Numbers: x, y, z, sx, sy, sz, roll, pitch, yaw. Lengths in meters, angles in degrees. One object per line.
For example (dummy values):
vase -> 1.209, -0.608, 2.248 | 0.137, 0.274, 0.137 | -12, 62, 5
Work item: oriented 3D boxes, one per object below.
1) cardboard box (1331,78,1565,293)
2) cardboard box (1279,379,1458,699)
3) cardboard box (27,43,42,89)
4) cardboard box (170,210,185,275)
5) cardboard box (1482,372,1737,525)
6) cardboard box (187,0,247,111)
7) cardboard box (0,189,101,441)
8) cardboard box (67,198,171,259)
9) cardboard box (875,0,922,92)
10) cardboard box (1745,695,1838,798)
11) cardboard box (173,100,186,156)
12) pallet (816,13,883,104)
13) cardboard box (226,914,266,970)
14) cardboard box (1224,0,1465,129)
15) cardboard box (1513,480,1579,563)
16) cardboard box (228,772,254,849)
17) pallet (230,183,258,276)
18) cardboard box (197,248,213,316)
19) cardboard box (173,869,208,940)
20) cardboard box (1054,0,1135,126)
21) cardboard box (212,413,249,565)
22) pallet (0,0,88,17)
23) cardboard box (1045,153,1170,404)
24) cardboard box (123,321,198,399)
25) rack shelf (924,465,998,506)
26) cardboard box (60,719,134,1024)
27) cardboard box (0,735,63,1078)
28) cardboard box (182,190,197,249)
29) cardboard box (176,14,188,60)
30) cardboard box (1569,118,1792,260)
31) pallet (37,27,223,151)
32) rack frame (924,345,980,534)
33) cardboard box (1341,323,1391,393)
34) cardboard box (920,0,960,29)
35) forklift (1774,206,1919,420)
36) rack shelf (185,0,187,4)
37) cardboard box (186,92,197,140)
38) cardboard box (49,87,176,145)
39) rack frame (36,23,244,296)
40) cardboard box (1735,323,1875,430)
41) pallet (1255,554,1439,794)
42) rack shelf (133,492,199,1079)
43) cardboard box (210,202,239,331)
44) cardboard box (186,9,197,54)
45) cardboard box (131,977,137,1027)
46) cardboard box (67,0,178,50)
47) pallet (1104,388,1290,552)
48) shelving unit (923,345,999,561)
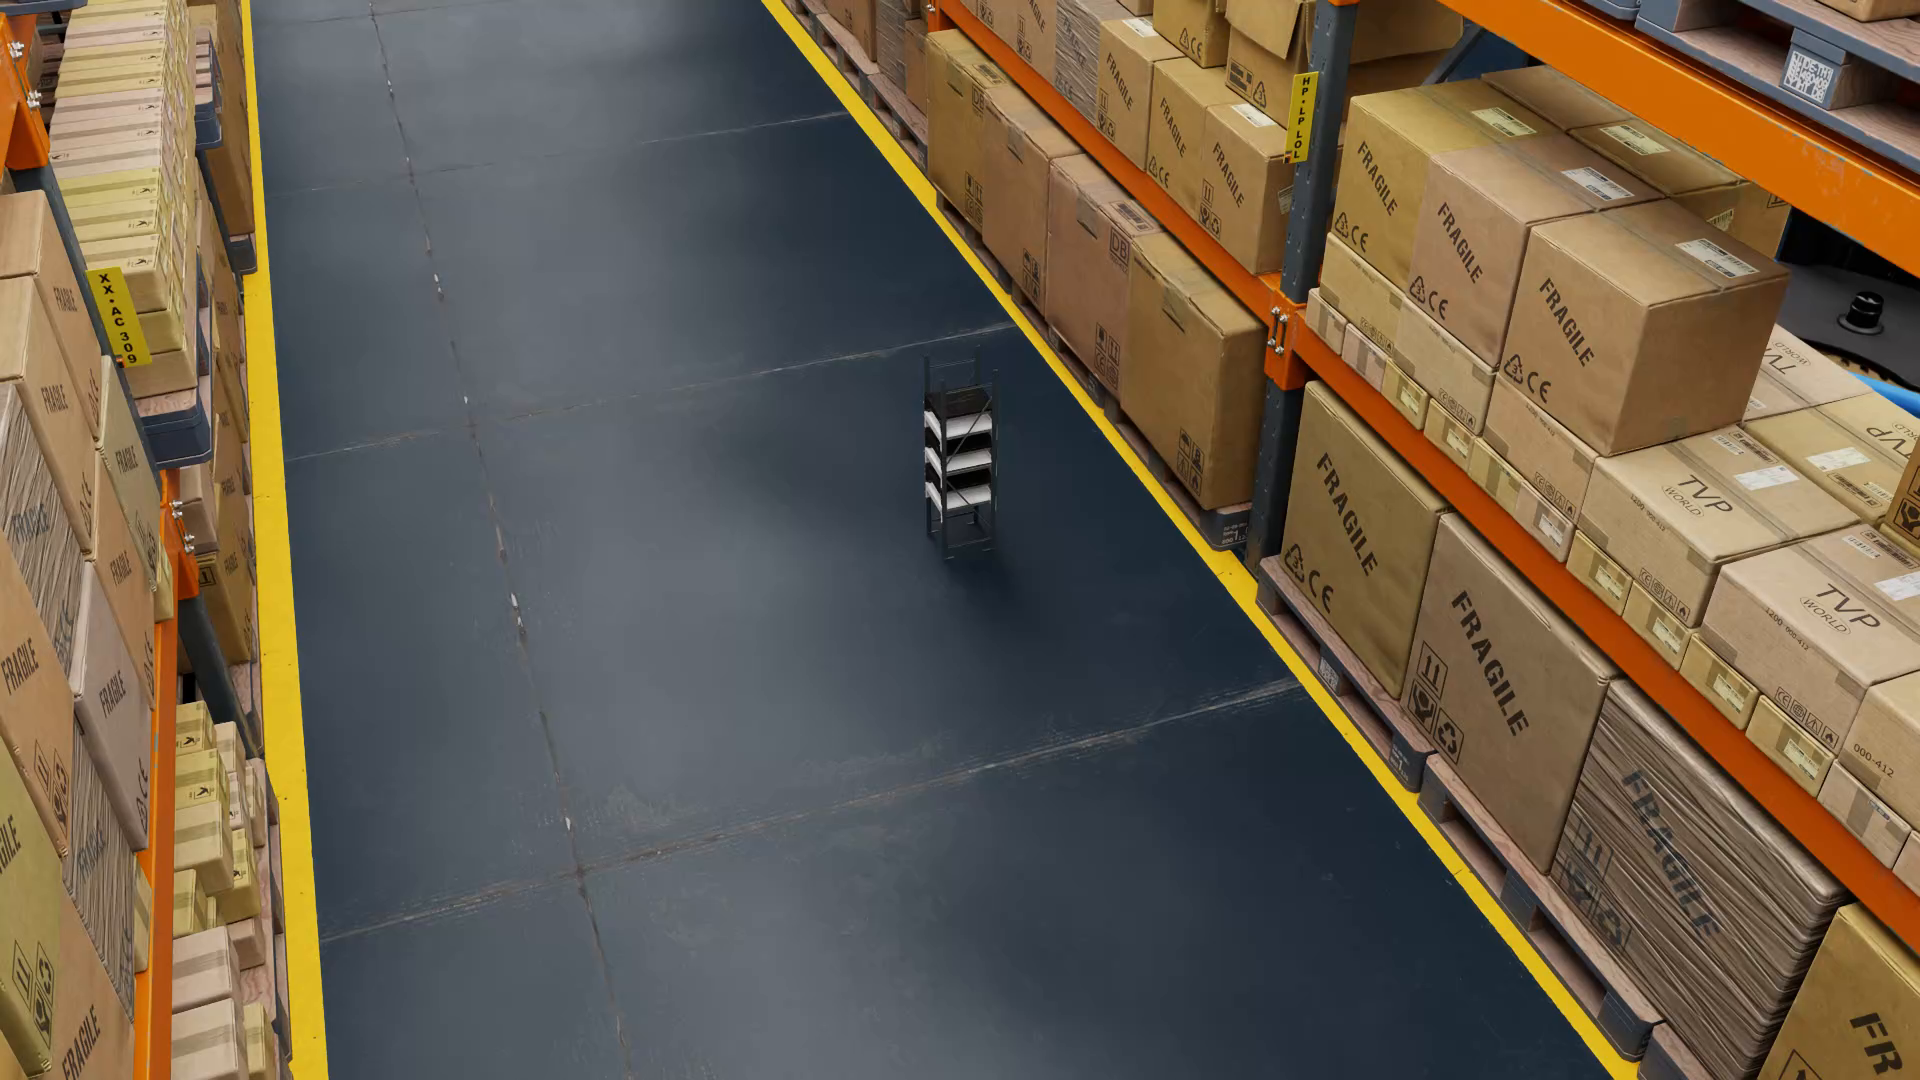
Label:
cardboard box -> 1.626, -1.197, 5.600 | 0.500, 0.500, 0.500 | -12, 39, -16
cardboard box -> 1.853, -0.092, 6.296 | 0.875, 0.875, 0.875 | -12, 39, -16
cardboard box -> -4.310, -2.073, 7.369 | 0.380, 0.149, 0.250 | -11, 38, -14
cardboard box -> -2.874, -0.988, 5.681 | 0.380, 0.149, 0.250 | -12, 38, -15
cardboard box -> 1.967, -0.328, 5.070 | 0.500, 0.250, 0.500 | -12, 38, -15
cardboard box -> -5.117, -3.103, 10.397 | 1.050, 0.750, 0.750 | -12, 39, -16
cardboard box -> -2.575, -0.541, 4.313 | 0.500, 0.500, 0.500 | -14, 39, -18
cardboard box -> -2.796, -0.971, 5.412 | 0.380, 0.149, 0.250 | -11, 38, -15
cardboard box -> -0.127, -3.284, 10.829 | 0.700, 0.500, 0.500 | -16, 40, -20
cardboard box -> 2.293, 0.488, 4.317 | 0.380, 0.149, 0.250 | -13, 39, -17
cardboard box -> -3.234, -1.579, 6.466 | 0.380, 0.149, 0.250 | -13, 39, -17
pallet -> -0.359, -3.438, 11.638 | 1.003, 0.211, 1.213 | -12, 39, -16
cardboard box -> -2.373, 1.230, 5.145 | 0.380, 0.149, 0.250 | -14, 39, -17
cardboard box -> 1.474, -1.962, 6.444 | 0.797, 0.503, 0.637 | -13, 39, -17
cardboard box -> 1.937, -0.094, 5.090 | 0.380, 0.149, 0.250 | -12, 39, -15
cardboard box -> -2.479, 0.922, 5.306 | 0.380, 0.149, 0.250 | -14, 39, -18
pallet -> -4.567, -1.799, 9.463 | 1.003, 0.211, 1.213 | -12, 39, -16
cardboard box -> -3.541, -1.015, 7.210 | 0.500, 0.250, 0.500 | -12, 39, -15
cardboard box -> -2.390, 1.126, 4.788 | 0.380, 0.149, 0.250 | -11, 38, -14
cardboard box -> 0.766, -2.268, 7.685 | 0.500, 0.500, 0.500 | -12, 39, -16
cardboard box -> -3.179, -0.132, 6.661 | 0.500, 0.500, 0.500 | -11, 38, -14
pallet -> -3.103, -1.686, 4.658 | 1.213, 0.211, 1.003 | -12, 39, -16
cardboard box -> 1.154, -1.343, 7.957 | 1.225, 0.875, 0.875 | -14, 39, -18
cardboard box -> -2.694, -0.577, 5.383 | 0.380, 0.149, 0.250 | -14, 39, -18
rack shelf -> 0.003, -0.256, 7.047 | 0.258, 0.077, 0.200 | -12, 39, -16
cardboard box -> -2.055, 0.735, 3.451 | 0.500, 0.500, 0.500 | -13, 39, -17
cardboard box -> -1.857, 0.619, 2.774 | 0.500, 0.500, 0.500 | -13, 39, -17
cardboard box -> -3.051, -1.161, 6.157 | 0.380, 0.149, 0.250 | -14, 39, -18
cardboard box -> -3.583, -2.155, 7.230 | 0.380, 0.149, 0.250 | -12, 39, -15
cardboard box -> 2.279, -1.032, 5.381 | 0.500, 0.500, 0.500 | -12, 39, -15
pallet -> -4.022, -1.995, 7.564 | 1.213, 0.211, 1.003 | -12, 39, -16
rack frame -> -0.032, -0.412, 7.049 | 0.240, 0.900, 0.006 | -12, 39, -16
cardboard box -> 1.581, -0.677, 5.865 | 0.380, 0.149, 0.250 | -14, 39, -17
cardboard box -> 0.066, -3.271, 10.188 | 0.500, 0.250, 0.500 | -11, 38, -14
forklift -> 4.271, -1.641, 6.993 | 1.130, 2.935, 3.031 | 28, 45, 32
rack shelf -> -5.055, -3.294, 9.728 | 1.077, 0.370, 4.000 | -12, 39, -16
cardboard box -> -3.416, -1.757, 6.949 | 0.380, 0.149, 0.250 | -14, 39, -18
cardboard box -> -3.140, -1.545, 6.174 | 0.380, 0.149, 0.250 | -11, 38, -14
rack frame -> -4.367, -2.452, 8.012 | 1.000, 3.000, 0.127 | -12, 39, -16
cardboard box -> 2.456, -0.446, 5.226 | 0.500, 0.250, 0.500 | -12, 39, -15
pallet -> 1.890, 0.398, 6.547 | 1.003, 0.211, 1.213 | -12, 39, -16
rack shelf -> -2.302, 1.225, 3.729 | 1.077, 0.370, 4.000 | -12, 39, -16
cardboard box -> -3.895, -1.303, 8.216 | 0.500, 0.500, 0.500 | -13, 39, -16
cardboard box -> -3.766, -2.336, 7.718 | 0.380, 0.149, 0.250 | -12, 39, -15
cardboard box -> -2.002, 1.046, 3.577 | 0.380, 0.149, 0.250 | -11, 38, -14
cardboard box -> -3.498, -2.135, 6.956 | 0.380, 0.149, 0.250 | -11, 38, -15
pallet -> 1.365, -0.468, 7.697 | 1.003, 0.211, 1.213 | -12, 39, -16
shelving unit -> 0.003, -0.355, 6.973 | 0.258, 0.900, 0.210 | -12, 39, -16
